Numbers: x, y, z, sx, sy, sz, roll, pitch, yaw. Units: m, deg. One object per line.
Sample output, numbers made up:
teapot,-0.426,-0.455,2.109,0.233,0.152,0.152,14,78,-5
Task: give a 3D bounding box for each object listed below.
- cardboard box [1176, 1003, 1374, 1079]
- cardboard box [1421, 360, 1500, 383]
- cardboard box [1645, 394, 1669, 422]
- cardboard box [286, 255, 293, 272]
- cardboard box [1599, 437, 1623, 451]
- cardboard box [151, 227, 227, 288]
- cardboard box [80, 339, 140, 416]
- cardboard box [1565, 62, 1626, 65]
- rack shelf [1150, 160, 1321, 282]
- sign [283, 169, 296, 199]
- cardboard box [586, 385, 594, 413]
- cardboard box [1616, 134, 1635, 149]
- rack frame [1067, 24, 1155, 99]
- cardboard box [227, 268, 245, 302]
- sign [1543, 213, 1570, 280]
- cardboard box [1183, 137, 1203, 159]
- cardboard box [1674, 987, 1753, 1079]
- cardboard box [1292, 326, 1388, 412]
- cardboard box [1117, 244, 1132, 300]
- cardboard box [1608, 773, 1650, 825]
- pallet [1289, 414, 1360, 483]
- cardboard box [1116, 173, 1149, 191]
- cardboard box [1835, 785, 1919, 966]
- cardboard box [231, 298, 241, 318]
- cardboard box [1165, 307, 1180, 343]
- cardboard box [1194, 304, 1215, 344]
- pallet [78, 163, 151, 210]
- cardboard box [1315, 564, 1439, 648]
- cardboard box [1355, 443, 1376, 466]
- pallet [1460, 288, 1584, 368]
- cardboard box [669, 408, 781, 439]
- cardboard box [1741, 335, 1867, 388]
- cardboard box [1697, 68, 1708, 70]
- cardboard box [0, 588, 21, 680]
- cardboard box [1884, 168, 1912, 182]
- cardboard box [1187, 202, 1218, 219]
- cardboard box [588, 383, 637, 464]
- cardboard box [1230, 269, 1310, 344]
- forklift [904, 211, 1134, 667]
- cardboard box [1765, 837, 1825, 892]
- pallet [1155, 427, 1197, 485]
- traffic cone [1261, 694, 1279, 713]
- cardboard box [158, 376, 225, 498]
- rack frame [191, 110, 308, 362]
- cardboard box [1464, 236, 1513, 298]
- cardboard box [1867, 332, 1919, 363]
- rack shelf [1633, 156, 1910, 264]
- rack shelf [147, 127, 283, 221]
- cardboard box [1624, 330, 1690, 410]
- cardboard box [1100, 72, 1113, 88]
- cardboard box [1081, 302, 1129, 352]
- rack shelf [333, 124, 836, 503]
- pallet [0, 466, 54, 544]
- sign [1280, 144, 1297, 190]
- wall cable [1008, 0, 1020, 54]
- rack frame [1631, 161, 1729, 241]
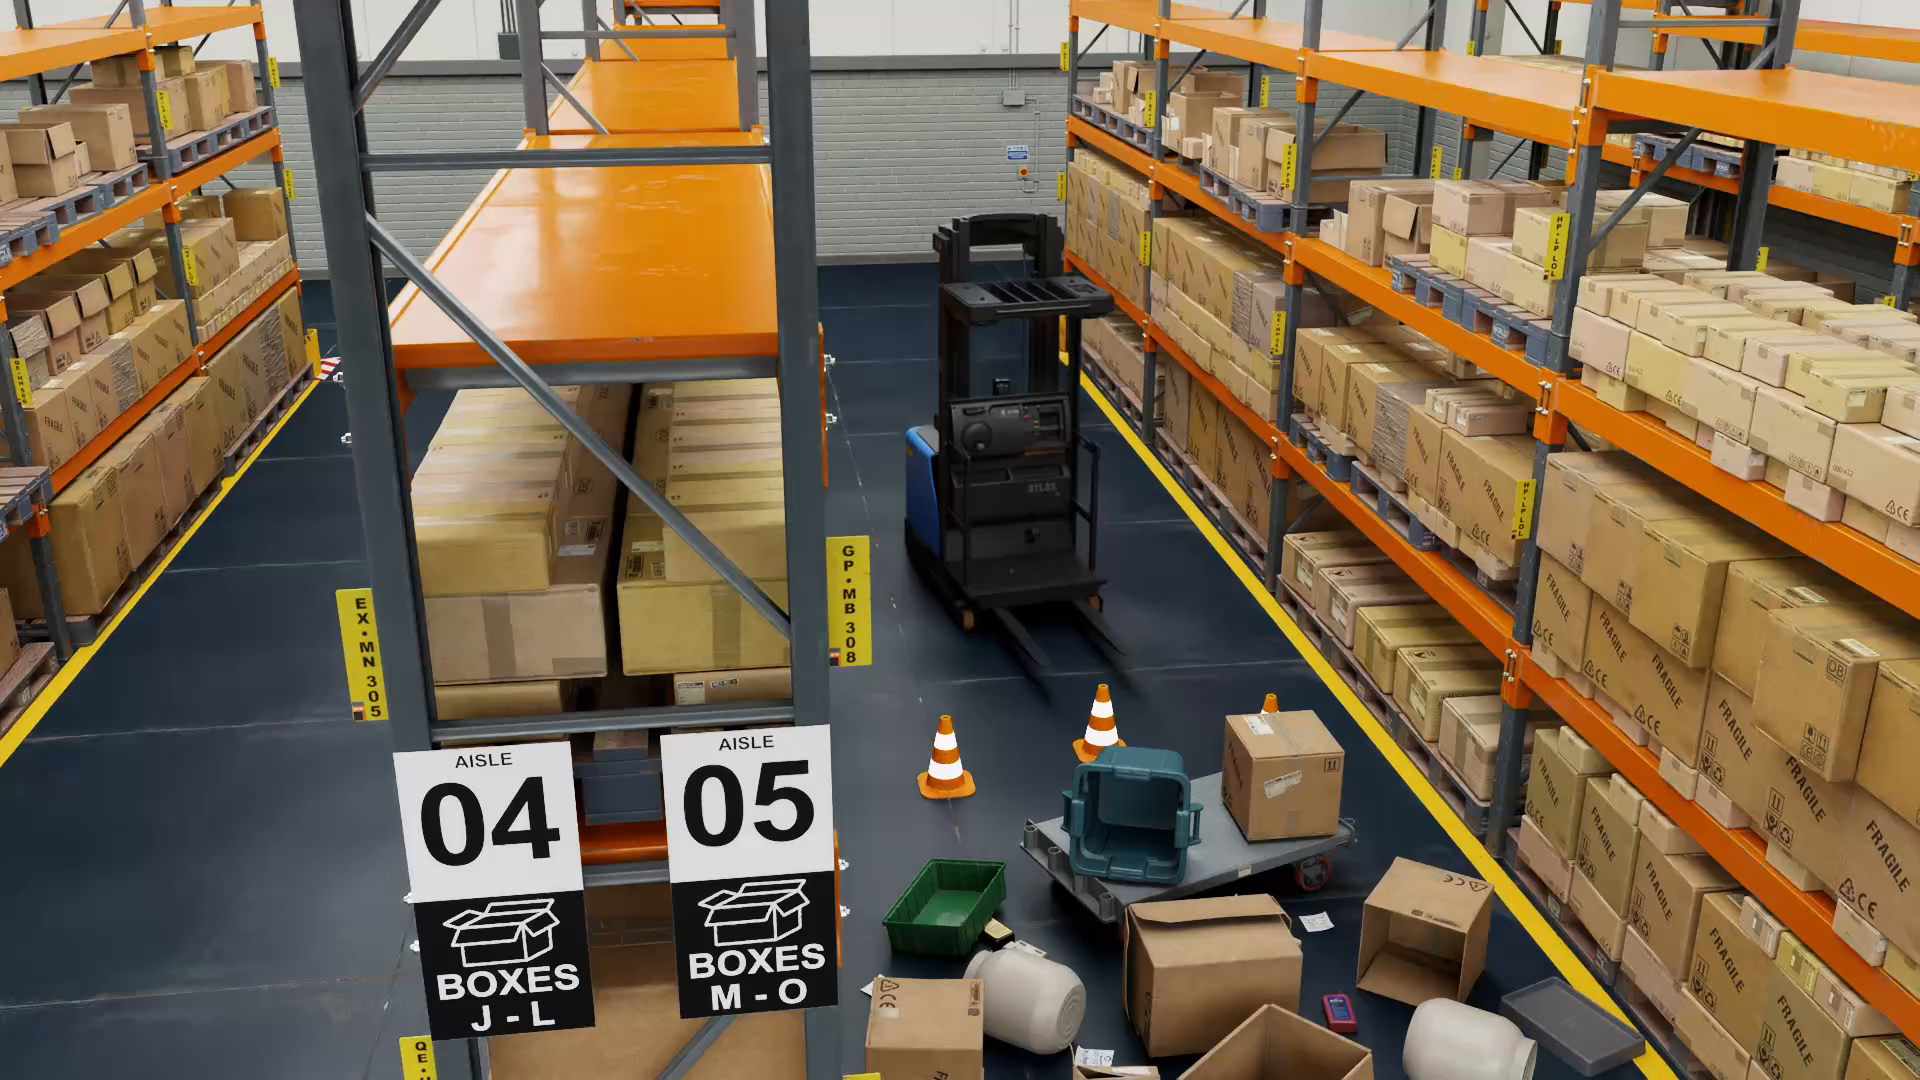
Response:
cardboard box,1.316,2.427,6.998,0.637,0.503,0.797,17,27,39
cardboard box,3.421,-0.918,11.218,0.500,0.500,0.500,-4,21,-11
cardboard box,3.428,-0.640,7.714,0.380,0.149,0.250,-3,21,-8
cardboard box,-7.661,-3.077,18.527,0.380,0.149,0.250,-3,21,-7
cardboard box,3.780,-0.514,9.210,0.380,0.149,0.250,-3,21,-8
cardboard box,-7.341,-2.686,15.839,0.500,0.500,0.500,-3,21,-8
cardboard box,-6.910,-1.289,13.238,0.500,0.500,0.500,-3,21,-8
cardboard box,7.179,-5.263,18.809,0.500,0.250,0.500,-3,21,-7
rack shelf,2.633,-2.792,14.145,1.077,0.370,4.000,-3,21,-8
sign,-7.499,-3.977,18.585,0.100,0.325,0.005,-3,21,-8
cardboard box,-1.414,-0.509,5.481,0.380,0.149,0.250,-3,21,-7
cardboard box,6.912,-4.065,16.885,0.380,0.149,0.250,-3,21,-8
rack frame,1.768,-6.612,19.057,1.000,3.000,0.127,-3,21,-8
cardboard box,-7.417,-2.513,16.446,0.500,0.250,0.500,-2,21,-6
sign,2.949,-1.449,8.220,0.100,0.325,0.005,-3,21,-8
cardboard box,2.181,-3.453,14.621,0.380,0.166,0.250,-4,21,-11
cardboard box,3.544,2.203,7.361,0.500,0.250,0.500,-4,21,-10
cardboard box,2.757,-1.247,12.099,0.500,0.500,0.500,-4,21,-9
cardboard box,1.945,-2.789,17.253,0.500,0.500,0.500,-3,21,-9
cardboard box,3.350,1.232,7.962,0.380,0.149,0.250,-2,21,-6
pallet,3.129,-0.700,12.078,1.213,0.211,1.003,-3,21,-8
cardboard box,1.864,-3.772,17.529,0.380,0.149,0.250,-3,21,-9
cardboard box,3.656,1.205,6.136,0.500,0.500,0.500,-3,21,-8
cardboard box,-7.329,-2.280,16.392,0.380,0.149,0.250,-3,21,-9
cardboard box,2.223,-2.001,15.502,0.500,0.250,0.500,-3,21,-9
cardboard box,2.353,-1.884,14.472,0.500,0.250,0.500,-4,21,-9
pallet,-7.281,-2.917,13.726,0.805,0.209,1.217,-4,21,-10
cardboard box,3.107,0.454,11.869,0.950,0.372,0.625,-3,21,-9
cardboard box,2.917,-0.616,11.337,0.380,0.149,0.250,-2,21,-5
pallet,3.514,-1.183,9.077,1.213,0.211,1.003,-3,21,-8
cardboard box,-0.650,-0.276,4.857,0.380,0.149,0.250,-3,21,-7
cardboard box,3.462,-0.734,6.826,0.380,0.149,0.250,-3,21,-9
cardboard box,7.368,-4.430,16.101,0.396,0.266,0.258,-3,21,-9
cardboard box,-6.769,0.664,11.094,0.700,0.500,0.500,-4,21,-11
cardboard box,7.543,-2.915,13.092,0.380,0.149,0.250,-2,21,-7
cardboard box,2.516,-3.109,16.680,0.500,0.500,0.500,-3,21,-7
cardboard box,-1.371,-0.372,5.683,0.500,0.250,0.500,-3,21,-7
cardboard box,2.506,-1.890,13.416,0.500,0.500,0.500,-3,21,-7
forklift,0.447,-0.848,12.299,1.130,2.935,3.031,-6,21,-16
cardboard box,3.555,1.298,6.812,0.380,0.149,0.250,-3,21,-8
pallet,2.530,-0.847,16.181,1.003,0.211,1.213,-3,21,-8
traffic cone,1.934,1.183,10.387,0.336,0.463,0.334,-3,21,-8
cardboard box,-7.350,-0.897,14.768,1.225,0.875,0.875,-3,21,-8
rack frame,-8.038,-3.301,18.768,1.000,3.000,0.127,-3,21,-8
cardboard box,3.202,-1.548,9.402,0.500,0.250,0.500,-3,21,-7
cardboard box,4.013,-0.763,6.904,0.380,0.149,0.250,-3,21,-7
rack shelf,7.544,-3.044,14.819,1.077,0.370,4.000,-3,21,-8
rack shelf,-7.750,-3.677,16.515,1.077,0.370,4.000,-3,21,-8
cardboard box,3.374,-0.776,7.510,0.500,0.250,0.500,-3,21,-8
cardboard box,1.922,-5.228,19.112,0.500,0.250,0.500,-5,21,-13
cardboard box,1.962,-2.574,19.883,0.875,0.438,0.875,-4,21,-10
rack shelf,-1.098,-0.955,5.512,1.077,0.370,4.000,-3,21,-8
pallet,-6.677,-0.200,10.739,1.213,0.211,1.003,-3,21,-8
sign,2.371,-2.691,11.994,0.100,0.325,0.005,-3,21,-8
wall cable,0.669,-8.567,24.292,0.463,3.000,0.029,-3,21,-8
rack frame,7.256,-2.668,17.072,1.000,3.000,0.127,-3,21,-8
